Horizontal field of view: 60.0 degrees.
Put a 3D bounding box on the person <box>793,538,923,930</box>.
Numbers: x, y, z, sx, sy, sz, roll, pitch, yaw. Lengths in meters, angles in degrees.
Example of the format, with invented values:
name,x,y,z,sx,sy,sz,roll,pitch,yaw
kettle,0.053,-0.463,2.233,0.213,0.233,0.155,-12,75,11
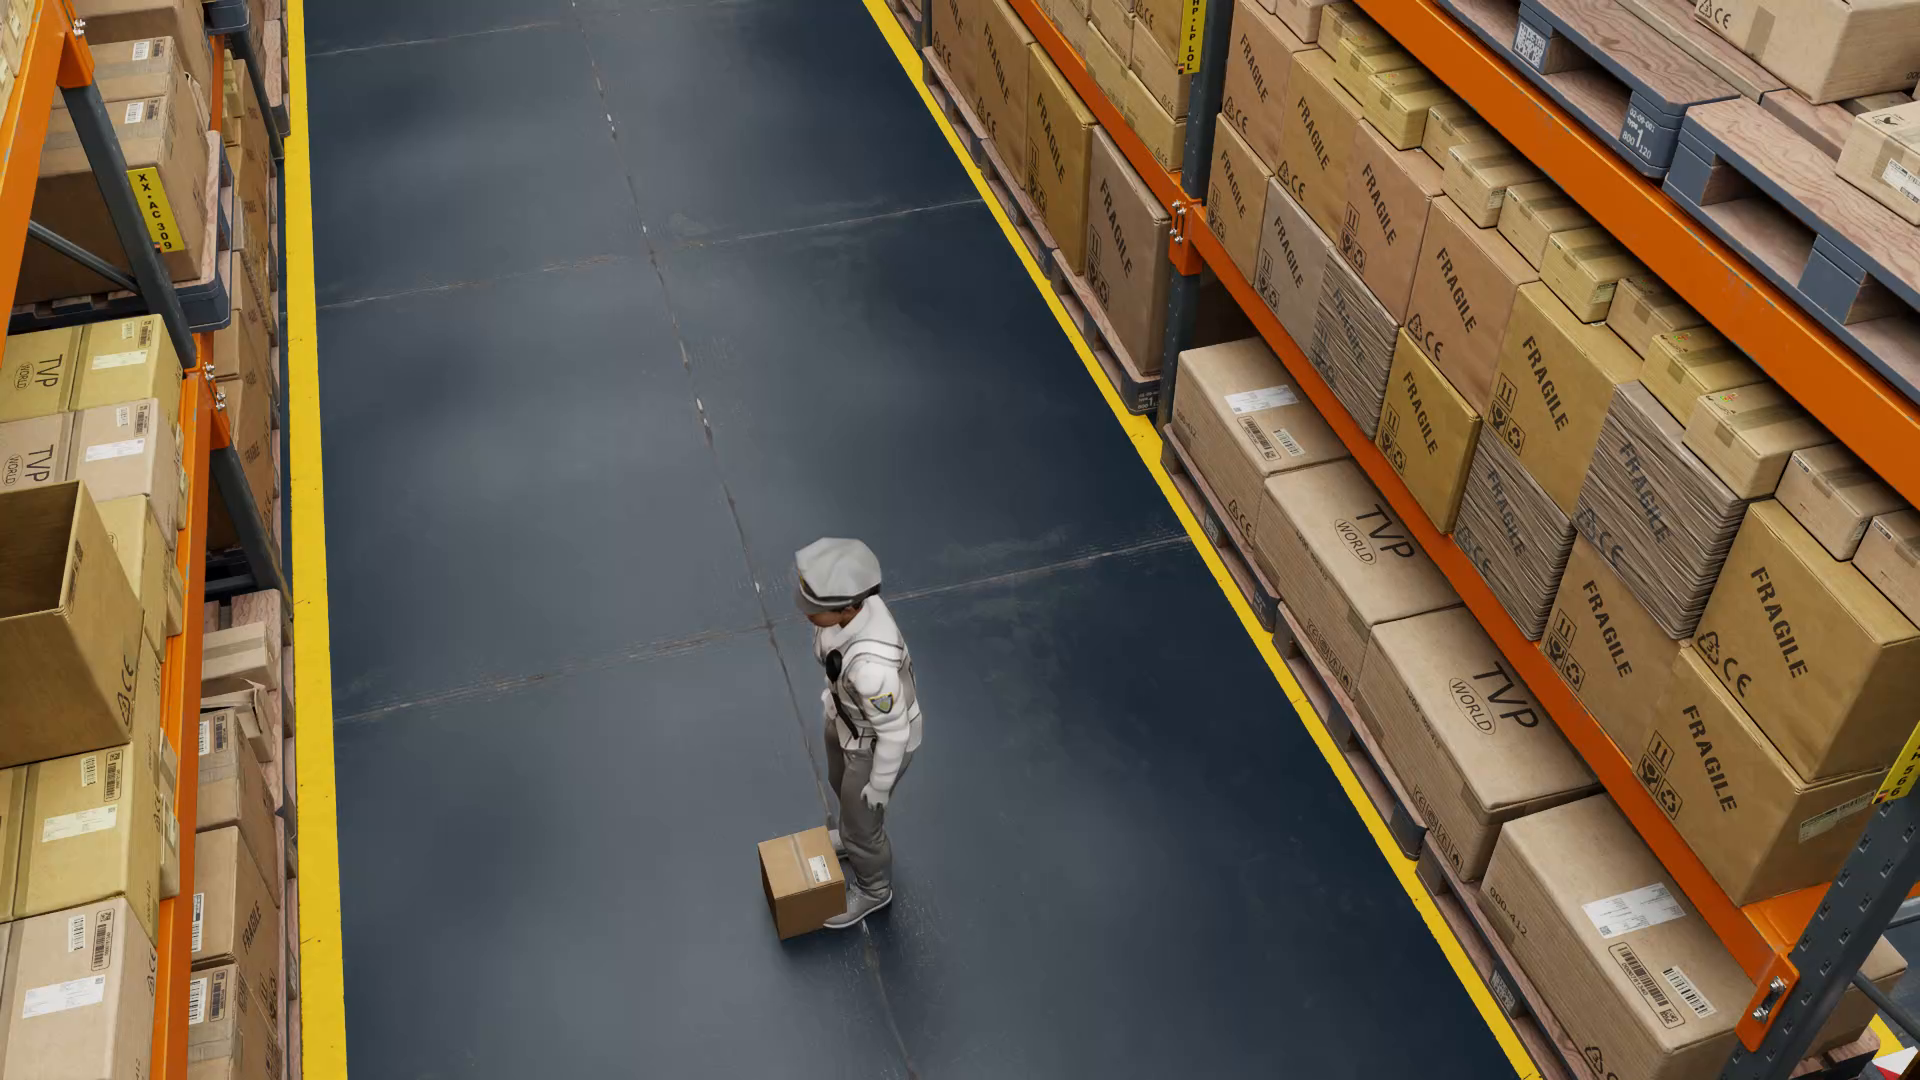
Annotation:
name,x,y,z,sx,sy,sz,roll,pitch,yaw
person,-0.345,0.643,5.457,0.415,1.662,0.532,-14,44,-15
